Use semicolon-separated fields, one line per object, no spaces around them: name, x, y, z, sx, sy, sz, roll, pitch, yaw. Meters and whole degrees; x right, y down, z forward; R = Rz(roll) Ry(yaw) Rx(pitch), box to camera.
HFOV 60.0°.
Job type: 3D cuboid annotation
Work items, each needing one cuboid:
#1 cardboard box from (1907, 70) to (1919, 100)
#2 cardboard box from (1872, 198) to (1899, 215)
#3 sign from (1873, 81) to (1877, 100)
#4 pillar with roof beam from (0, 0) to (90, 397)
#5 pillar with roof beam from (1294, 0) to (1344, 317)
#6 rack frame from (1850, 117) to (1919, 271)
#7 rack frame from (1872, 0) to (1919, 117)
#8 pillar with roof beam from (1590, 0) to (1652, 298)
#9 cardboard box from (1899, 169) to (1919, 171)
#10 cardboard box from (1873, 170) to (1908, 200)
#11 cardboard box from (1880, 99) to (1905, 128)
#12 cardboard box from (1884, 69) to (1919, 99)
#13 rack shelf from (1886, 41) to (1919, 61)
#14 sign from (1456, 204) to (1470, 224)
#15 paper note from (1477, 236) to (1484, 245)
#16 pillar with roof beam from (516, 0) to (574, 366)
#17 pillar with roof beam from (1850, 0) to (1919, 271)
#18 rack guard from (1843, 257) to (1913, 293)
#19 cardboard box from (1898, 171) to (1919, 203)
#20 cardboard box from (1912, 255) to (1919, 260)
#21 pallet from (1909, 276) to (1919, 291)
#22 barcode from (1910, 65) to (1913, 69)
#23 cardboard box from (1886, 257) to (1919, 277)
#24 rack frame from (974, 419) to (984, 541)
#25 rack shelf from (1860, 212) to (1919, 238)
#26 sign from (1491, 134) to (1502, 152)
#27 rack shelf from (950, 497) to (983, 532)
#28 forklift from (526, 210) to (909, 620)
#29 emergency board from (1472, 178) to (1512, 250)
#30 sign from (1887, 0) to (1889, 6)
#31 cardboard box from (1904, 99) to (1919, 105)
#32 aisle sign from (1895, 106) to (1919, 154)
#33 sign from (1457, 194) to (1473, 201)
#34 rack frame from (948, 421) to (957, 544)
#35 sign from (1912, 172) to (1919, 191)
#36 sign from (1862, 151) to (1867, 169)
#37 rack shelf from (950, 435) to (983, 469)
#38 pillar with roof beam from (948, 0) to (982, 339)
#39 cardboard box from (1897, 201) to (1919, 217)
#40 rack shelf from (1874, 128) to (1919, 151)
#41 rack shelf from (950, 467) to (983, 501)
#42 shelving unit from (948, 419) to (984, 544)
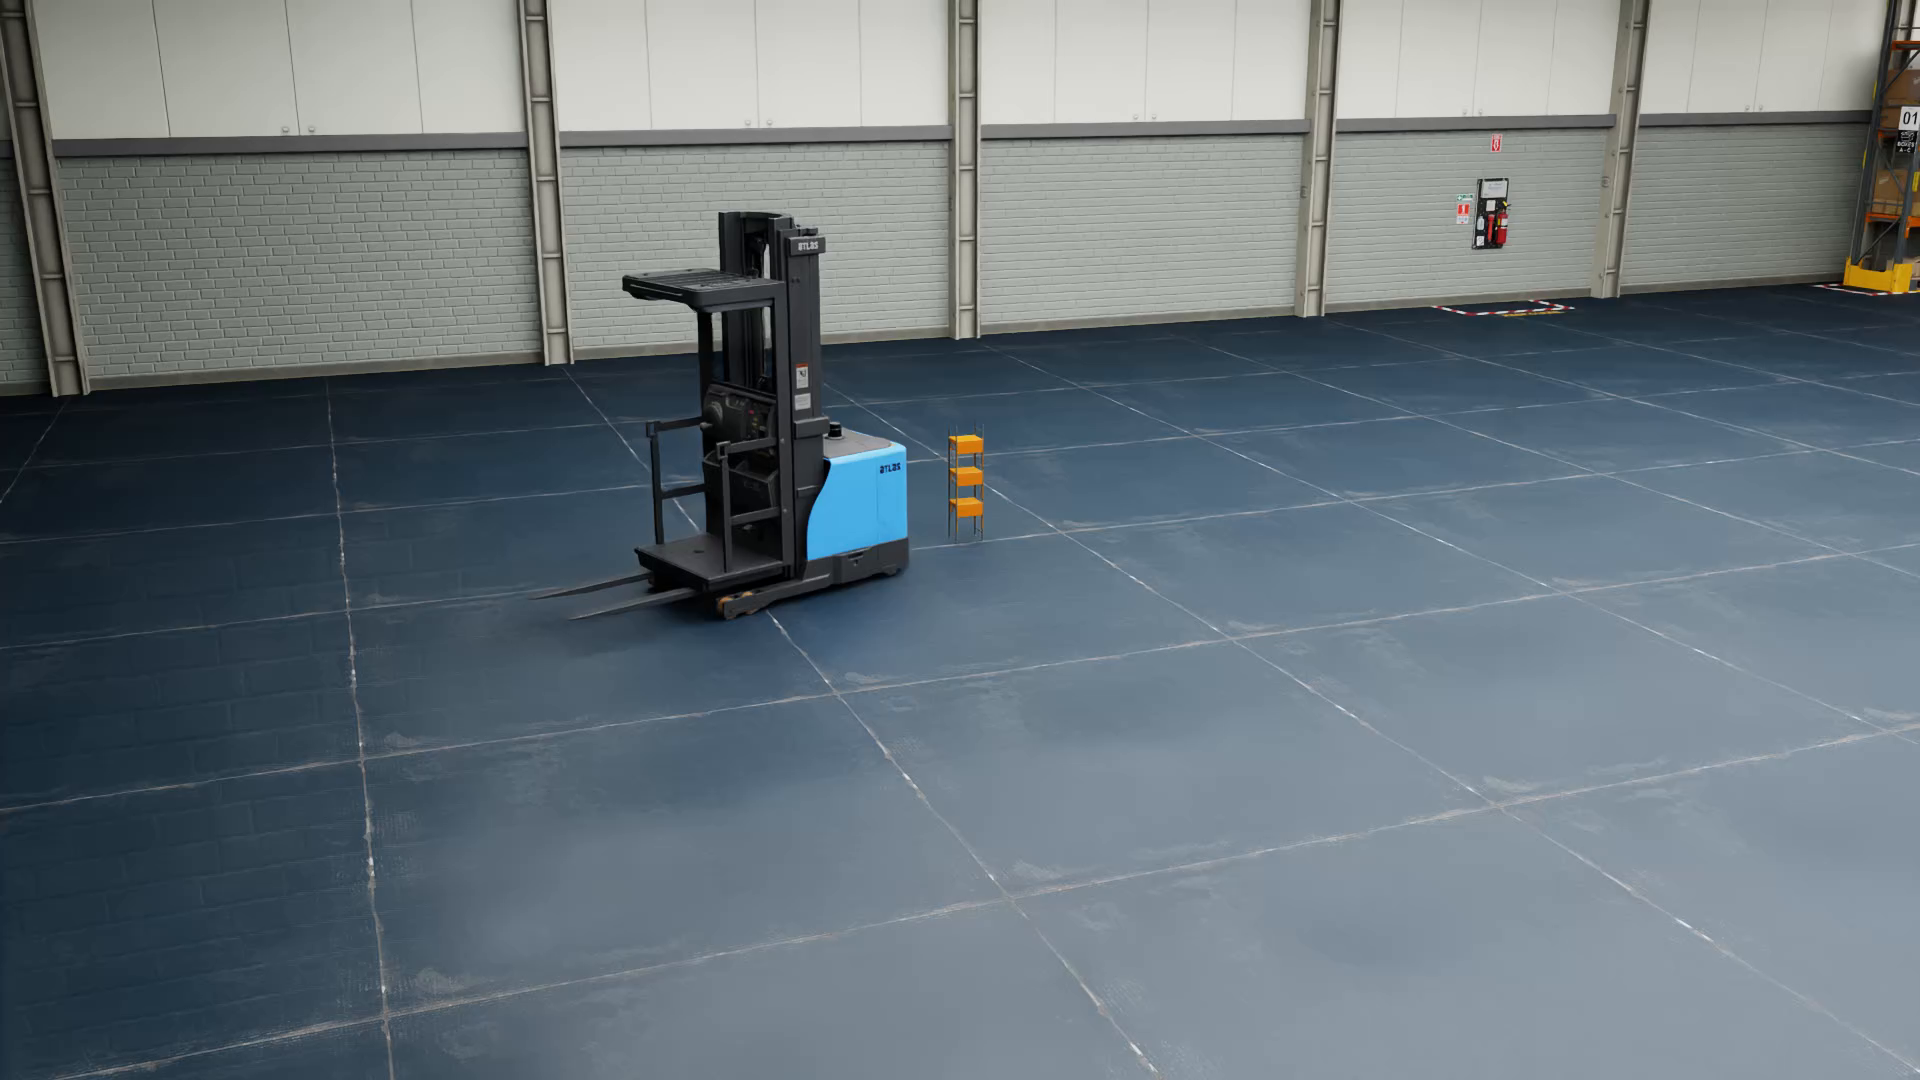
cardboard box;16.977;-7.954;29.048;0.500;0.500;0.500;-8;18;-24
cardboard box;16.897;-6.038;30.066;0.500;0.250;0.500;-6;17;-19
sign;16.350;-8.014;29.671;0.005;0.325;0.100;-6;17;-20
pillar with roof beam;-9.599;-5.021;15.727;0.400;9.000;9.100;-6;17;-20
pillar with roof beam;7.209;-6.836;21.907;0.400;9.000;9.100;-6;17;-20
rack frame;16.530;-6.002;29.714;0.127;3.000;1.000;-6;17;-20
rack frame;16.530;-8.881;28.868;0.127;3.000;1.000;-6;17;-20
pillar with roof beam;12.812;-7.441;23.967;0.400;9.000;9.100;-6;17;-20
cardboard box;17.368;-6.451;30.143;0.500;0.500;0.500;-6;17;-19
cardboard box;16.894;-6.403;29.979;0.500;0.500;0.500;-6;18;-21
cardboard box;16.829;-7.608;29.644;0.500;0.500;0.500;-5;17;-16
cardboard box;16.839;-8.091;29.516;0.500;0.500;0.500;-5;17;-18
rack shelf;18.398;-8.735;29.657;4.000;0.370;1.077;-6;17;-20
sign;8.397;-5.445;27.752;0.234;0.329;0.001;-6;17;-20
paper note;8.760;-5.034;27.980;0.142;0.148;0.016;-6;17;-20
pillar with roof beam;-3.996;-5.626;17.787;0.400;9.000;9.100;-6;17;-20
pillar with roof beam;18.415;-8.046;26.027;0.400;9.000;9.100;-6;17;-20
rack guard;16.601;-4.810;30.092;0.348;0.500;1.175;-6;17;-20
cardboard box;17.083;-6.269;29.521;0.500;0.500;0.500;-6;17;-20
cardboard box;17.741;-5.027;30.383;0.500;0.311;0.500;-5;17;-15
pallet;17.372;-4.744;30.380;1.213;0.211;1.003;-6;17;-20
barcode;17.014;-8.460;29.743;0.075;0.075;0.001;-6;17;-20
cardboard box;17.208;-4.969;30.188;0.500;0.311;0.500;-8;18;-26
rack frame;0.164;-0.521;14.511;0.008;1.050;0.200;-6;17;-20
rack shelf;18.398;-5.859;30.502;4.000;0.370;1.077;-6;17;-20
sign;8.907;-6.594;27.615;0.199;0.298;0.001;-6;17;-20
rack shelf;0.050;-0.232;14.550;0.240;0.259;0.215;-6;17;-20
forklift;-1.864;-0.974;12.713;3.031;2.935;1.130;-14;21;-39
emergency board;8.950;-5.456;27.855;0.643;1.169;0.194;-6;17;-20
sign;16.350;-9.553;29.219;0.005;0.325;0.100;-6;17;-20
cardboard box;16.932;-7.467;29.165;0.500;0.500;0.500;-6;17;-19
aisle sign;16.570;-7.163;29.054;0.004;0.787;0.394;-6;17;-20
sign;8.404;-5.697;27.671;0.331;0.109;0.001;-6;17;-20
rack frame;-0.064;-0.497;14.427;0.008;1.050;0.200;-6;17;-20
sign;16.724;-6.275;29.106;0.005;0.325;0.100;-6;17;-20
sign;16.350;-6.857;30.010;0.005;0.325;0.100;-6;17;-20
rack shelf;0.050;-0.771;14.392;0.240;0.259;0.215;-6;17;-20
pillar with roof beam;1.606;-6.231;19.847;0.400;9.000;9.100;-6;17;-20
cardboard box;17.099;-5.905;29.615;0.500;0.250;0.500;-7;18;-22
rack shelf;18.398;-7.298;30.079;4.000;0.370;1.077;-6;17;-20
rack shelf;0.050;-0.499;14.472;0.240;0.259;0.215;-6;17;-20
shelving unit;0.050;-0.509;14.469;0.252;1.050;0.215;-6;17;-20
